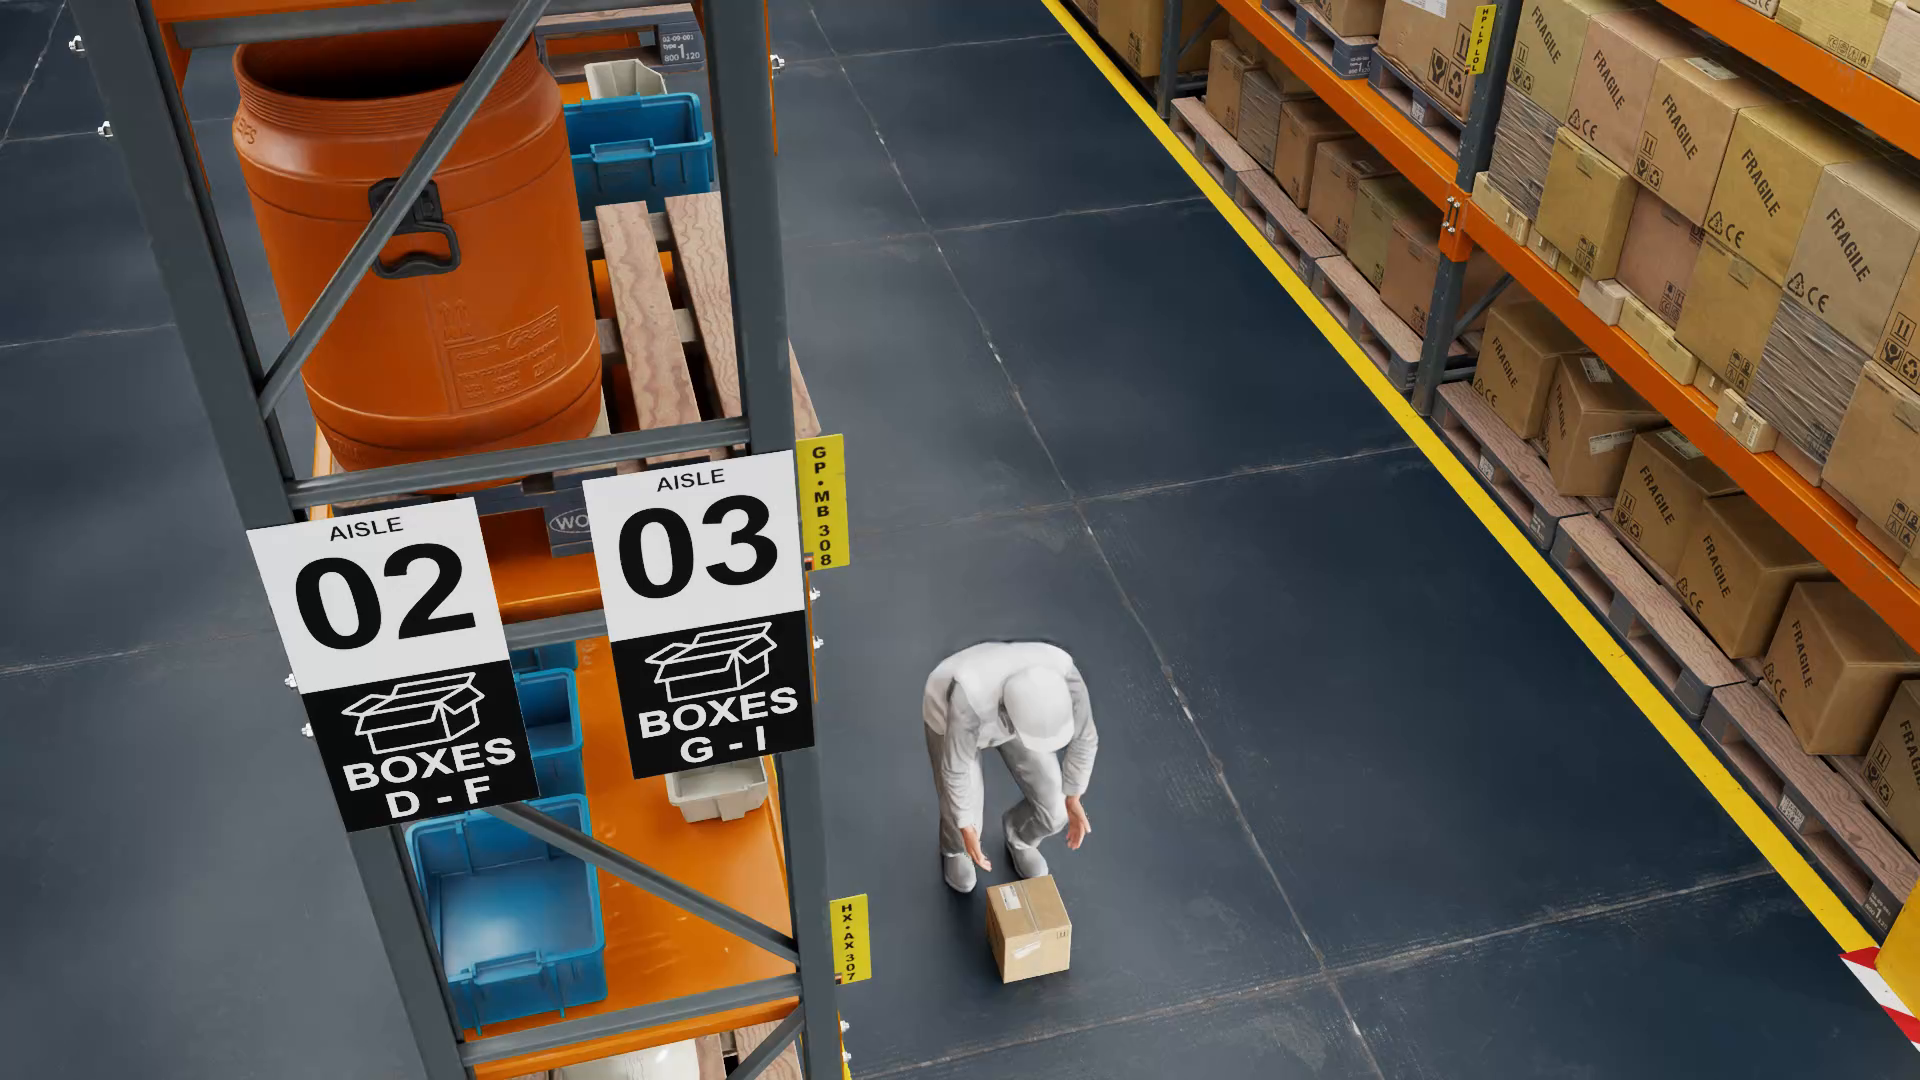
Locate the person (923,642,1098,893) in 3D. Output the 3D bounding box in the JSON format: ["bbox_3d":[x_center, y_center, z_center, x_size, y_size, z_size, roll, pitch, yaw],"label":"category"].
[{"bbox_3d":[0.181,0.782,6.078,0.585,1.299,0.823,-9,39,-12],"label":"person"}]
